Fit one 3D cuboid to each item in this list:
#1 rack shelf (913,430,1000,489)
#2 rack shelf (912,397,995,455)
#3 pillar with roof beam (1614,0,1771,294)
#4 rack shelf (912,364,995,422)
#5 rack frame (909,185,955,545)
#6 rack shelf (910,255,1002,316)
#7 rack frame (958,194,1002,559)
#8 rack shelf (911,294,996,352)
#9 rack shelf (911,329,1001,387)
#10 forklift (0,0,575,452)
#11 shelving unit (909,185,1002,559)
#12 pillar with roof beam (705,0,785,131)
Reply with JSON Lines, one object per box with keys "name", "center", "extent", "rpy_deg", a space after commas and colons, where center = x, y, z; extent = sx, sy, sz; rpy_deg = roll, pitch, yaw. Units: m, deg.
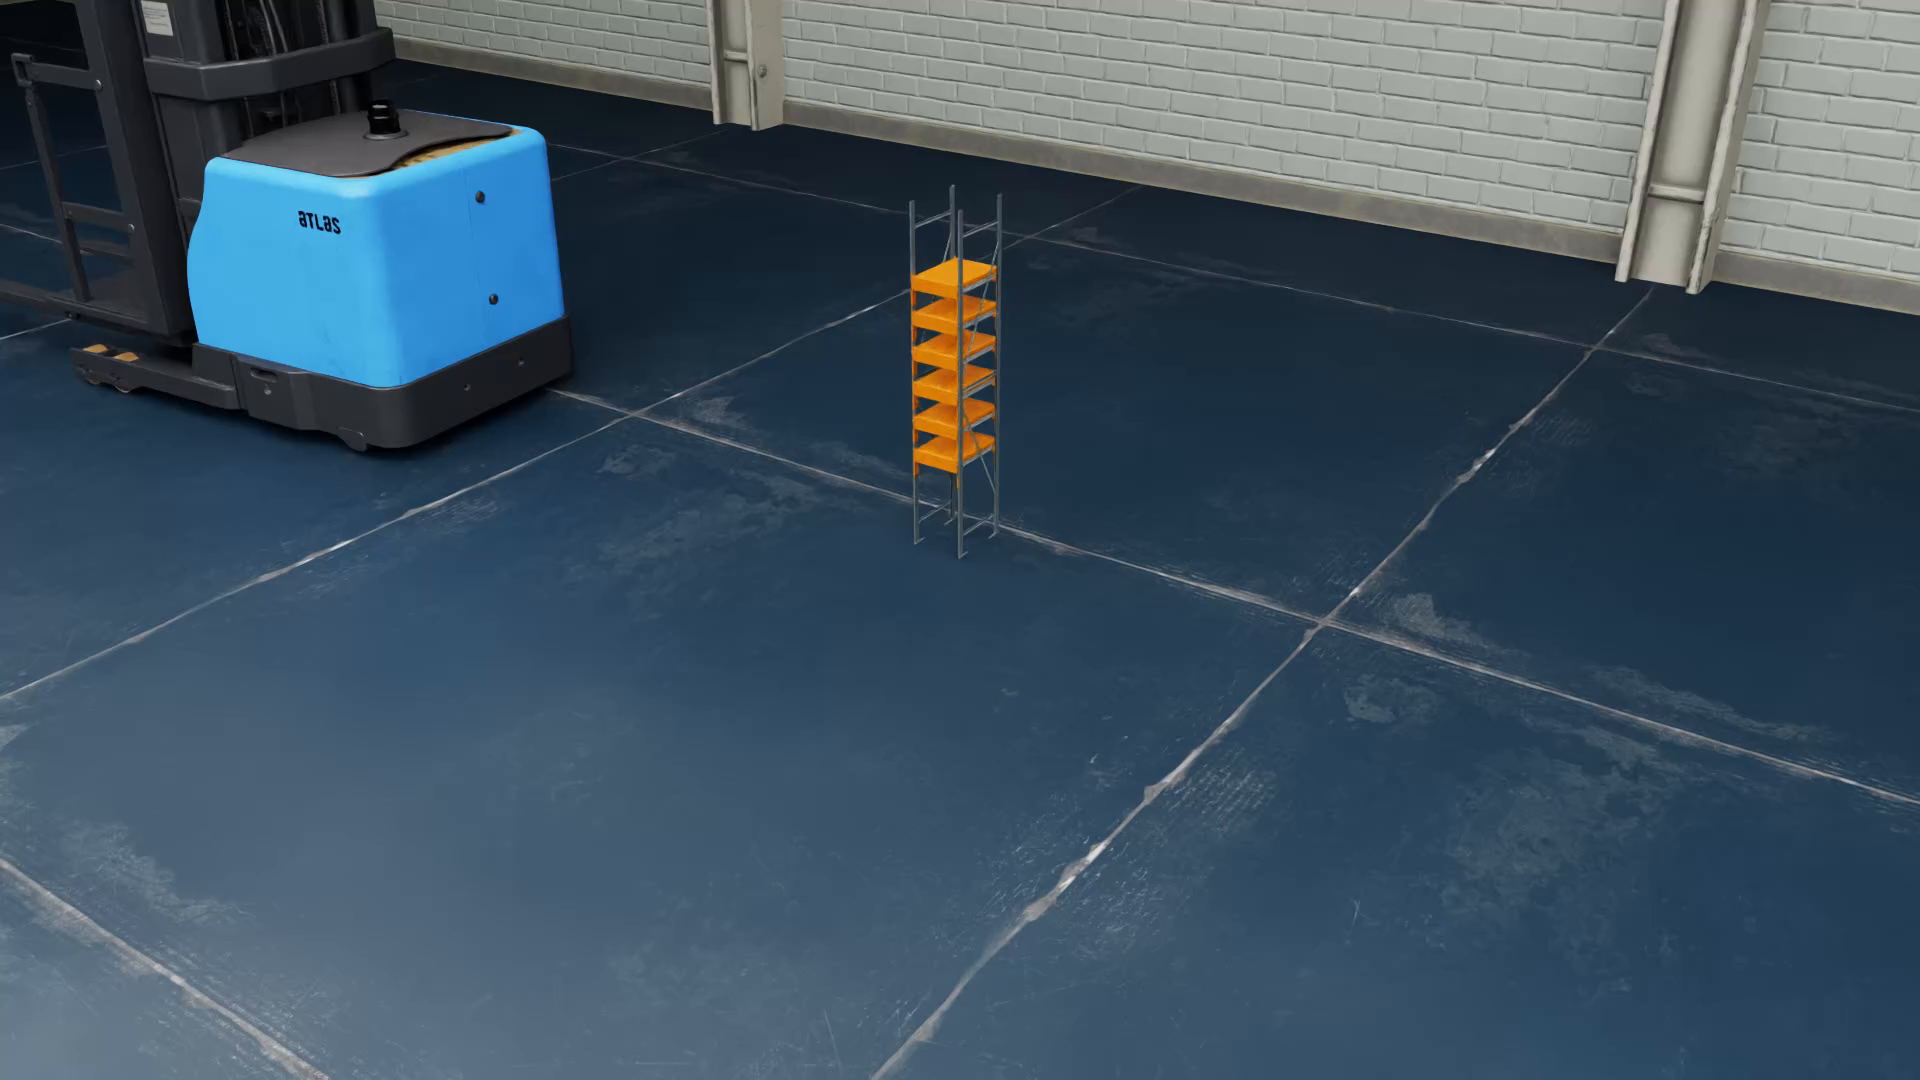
{"name": "rack shelf", "center": [-0.012, -0.285, 5.614], "extent": [0.180, 0.103, 0.258], "rpy_deg": [17, 32, 30]}
{"name": "rack shelf", "center": [-0.012, -0.392, 5.560], "extent": [0.180, 0.103, 0.258], "rpy_deg": [17, 32, 30]}
{"name": "pillar with roof beam", "center": [1.077, -3.704, 3.106], "extent": [0.400, 9.000, 9.100], "rpy_deg": [17, 32, 30]}
{"name": "rack shelf", "center": [-0.012, -0.499, 5.505], "extent": [0.180, 0.103, 0.258], "rpy_deg": [17, 32, 30]}
{"name": "rack frame", "center": [-0.087, -0.562, 5.531], "extent": [0.006, 1.200, 0.240], "rpy_deg": [17, 32, 30]}
{"name": "rack shelf", "center": [-0.012, -0.820, 5.342], "extent": [0.180, 0.103, 0.258], "rpy_deg": [17, 32, 30]}
{"name": "rack frame", "center": [0.063, -0.515, 5.439], "extent": [0.006, 1.200, 0.240], "rpy_deg": [17, 32, 30]}
{"name": "rack shelf", "center": [-0.012, -0.713, 5.396], "extent": [0.180, 0.103, 0.258], "rpy_deg": [17, 32, 30]}
{"name": "rack shelf", "center": [-0.012, -0.606, 5.451], "extent": [0.180, 0.103, 0.258], "rpy_deg": [17, 32, 30]}
{"name": "forklift", "center": [-3.164, -2.114, 6.672], "extent": [3.031, 2.935, 1.130], "rpy_deg": [14, 30, 26]}
{"name": "shelving unit", "center": [-0.012, -0.538, 5.485], "extent": [0.189, 1.200, 0.258], "rpy_deg": [17, 32, 30]}
{"name": "pillar with roof beam", "center": [-3.869, -5.245, 6.134], "extent": [0.400, 9.000, 9.100], "rpy_deg": [17, 32, 30]}
